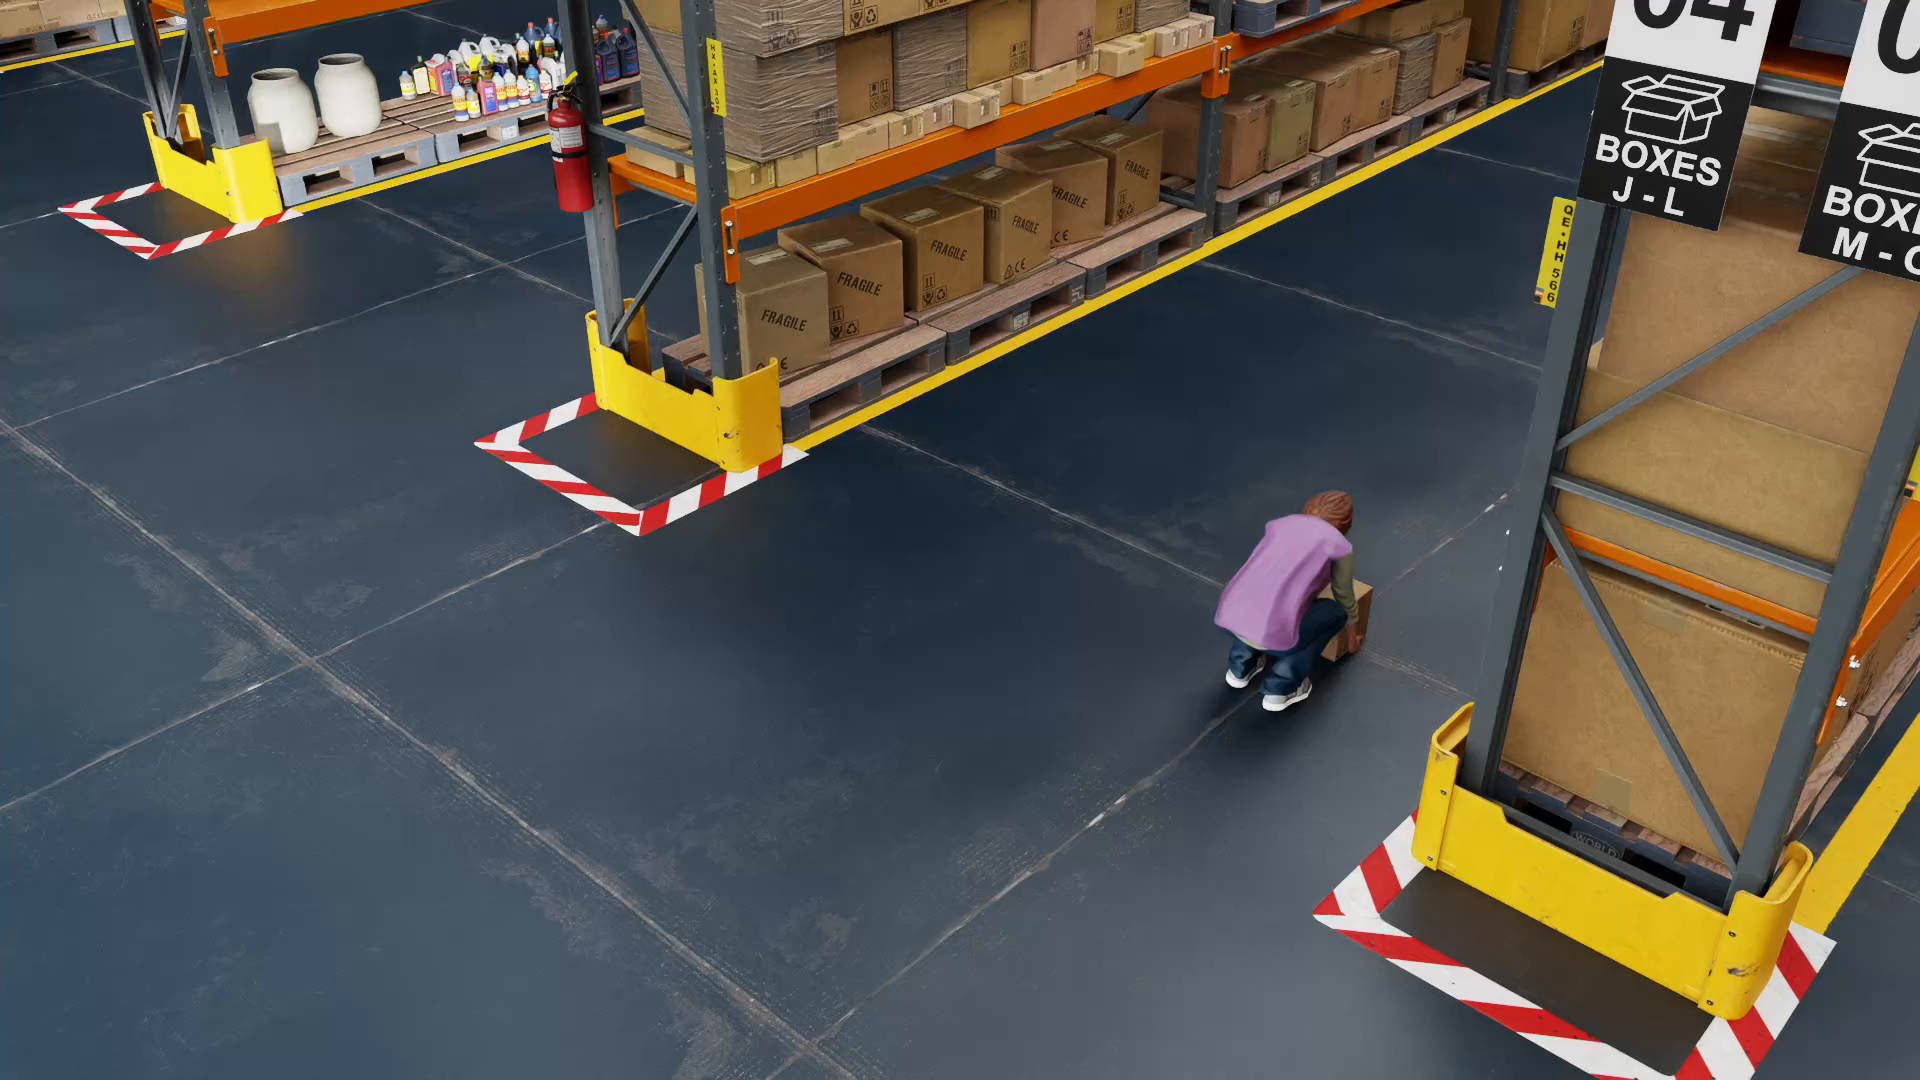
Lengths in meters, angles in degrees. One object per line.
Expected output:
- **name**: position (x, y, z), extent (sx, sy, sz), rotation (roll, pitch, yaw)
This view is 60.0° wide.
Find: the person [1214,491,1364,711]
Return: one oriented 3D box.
- **person**: position (1.317, 0.267, 6.624), extent (0.423, 0.735, 0.847), rotation (25, 39, 34)
